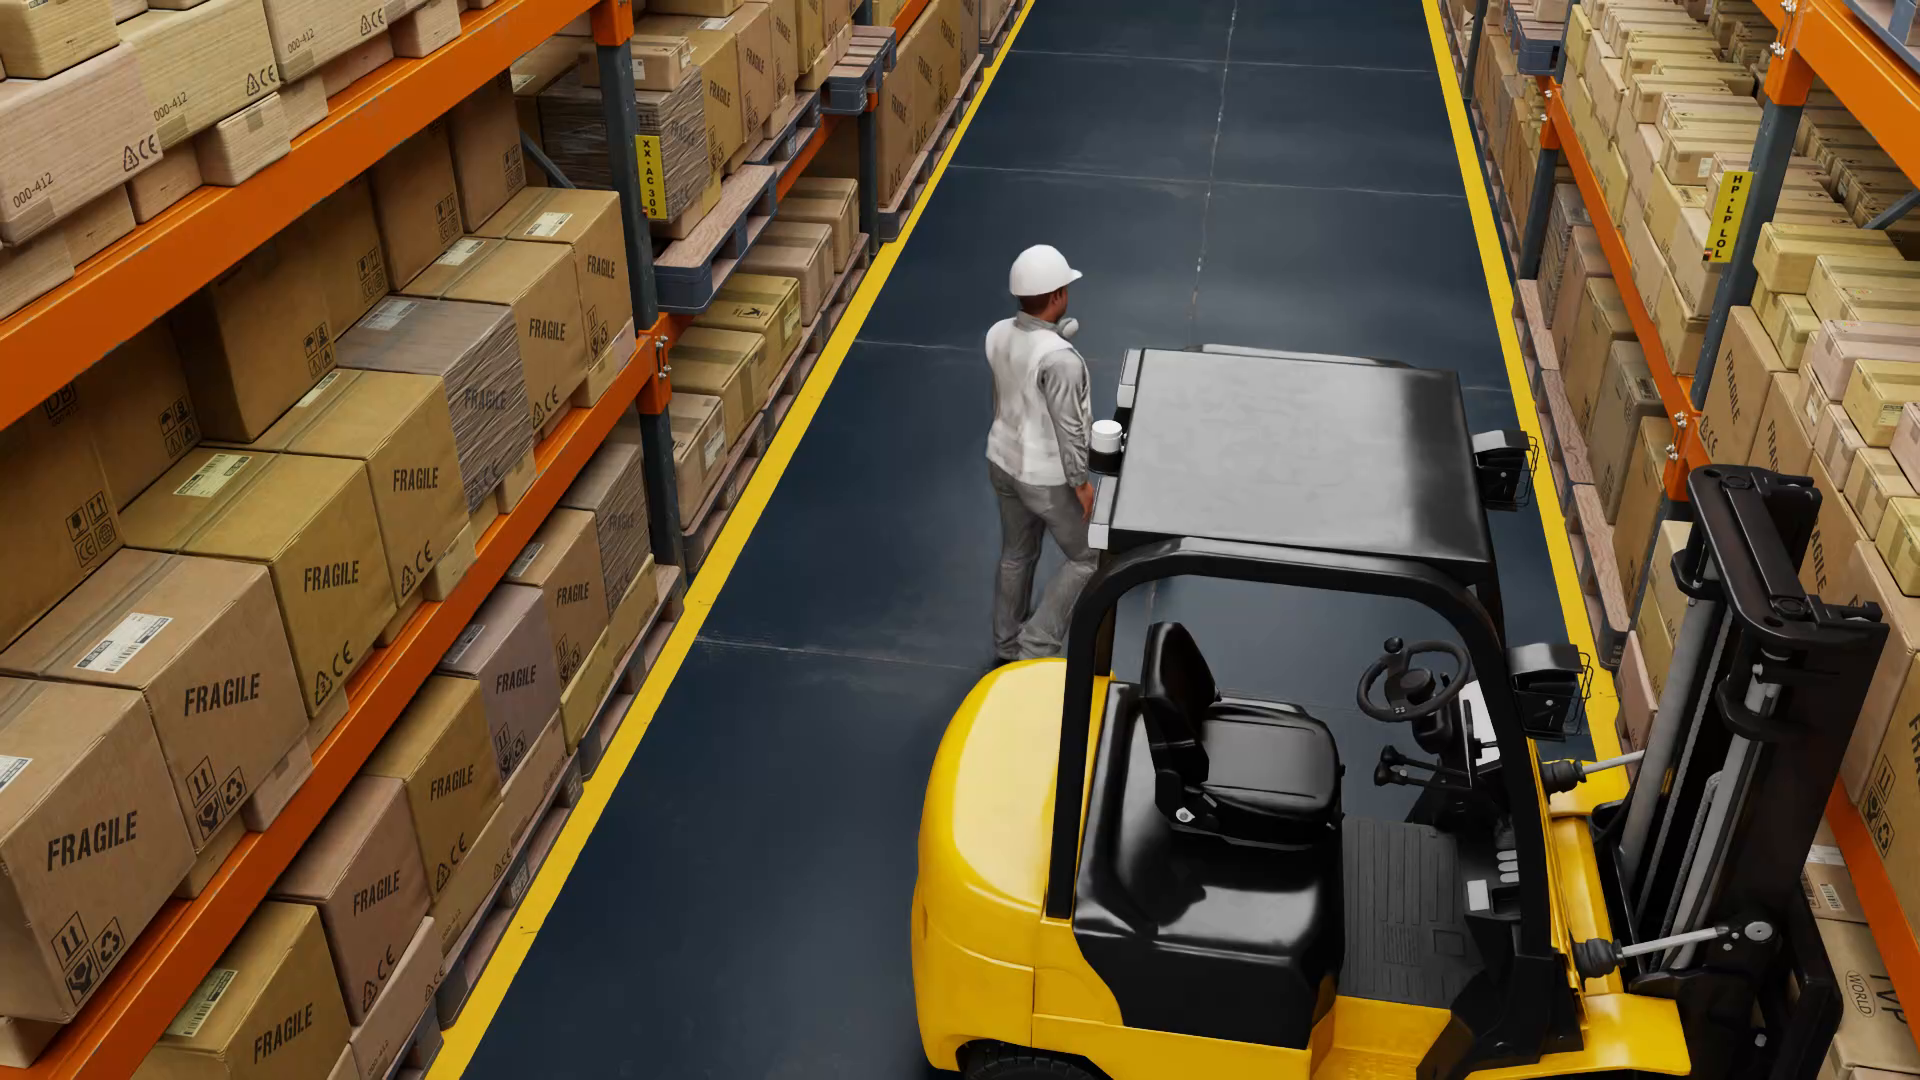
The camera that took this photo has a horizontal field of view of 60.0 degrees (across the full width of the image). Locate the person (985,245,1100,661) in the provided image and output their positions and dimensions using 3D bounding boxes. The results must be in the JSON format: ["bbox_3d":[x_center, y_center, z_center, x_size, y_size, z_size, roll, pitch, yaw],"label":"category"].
[{"bbox_3d":[0.321,-0.281,6.525,0.412,1.766,0.620,-19,37,-27],"label":"person"}]
